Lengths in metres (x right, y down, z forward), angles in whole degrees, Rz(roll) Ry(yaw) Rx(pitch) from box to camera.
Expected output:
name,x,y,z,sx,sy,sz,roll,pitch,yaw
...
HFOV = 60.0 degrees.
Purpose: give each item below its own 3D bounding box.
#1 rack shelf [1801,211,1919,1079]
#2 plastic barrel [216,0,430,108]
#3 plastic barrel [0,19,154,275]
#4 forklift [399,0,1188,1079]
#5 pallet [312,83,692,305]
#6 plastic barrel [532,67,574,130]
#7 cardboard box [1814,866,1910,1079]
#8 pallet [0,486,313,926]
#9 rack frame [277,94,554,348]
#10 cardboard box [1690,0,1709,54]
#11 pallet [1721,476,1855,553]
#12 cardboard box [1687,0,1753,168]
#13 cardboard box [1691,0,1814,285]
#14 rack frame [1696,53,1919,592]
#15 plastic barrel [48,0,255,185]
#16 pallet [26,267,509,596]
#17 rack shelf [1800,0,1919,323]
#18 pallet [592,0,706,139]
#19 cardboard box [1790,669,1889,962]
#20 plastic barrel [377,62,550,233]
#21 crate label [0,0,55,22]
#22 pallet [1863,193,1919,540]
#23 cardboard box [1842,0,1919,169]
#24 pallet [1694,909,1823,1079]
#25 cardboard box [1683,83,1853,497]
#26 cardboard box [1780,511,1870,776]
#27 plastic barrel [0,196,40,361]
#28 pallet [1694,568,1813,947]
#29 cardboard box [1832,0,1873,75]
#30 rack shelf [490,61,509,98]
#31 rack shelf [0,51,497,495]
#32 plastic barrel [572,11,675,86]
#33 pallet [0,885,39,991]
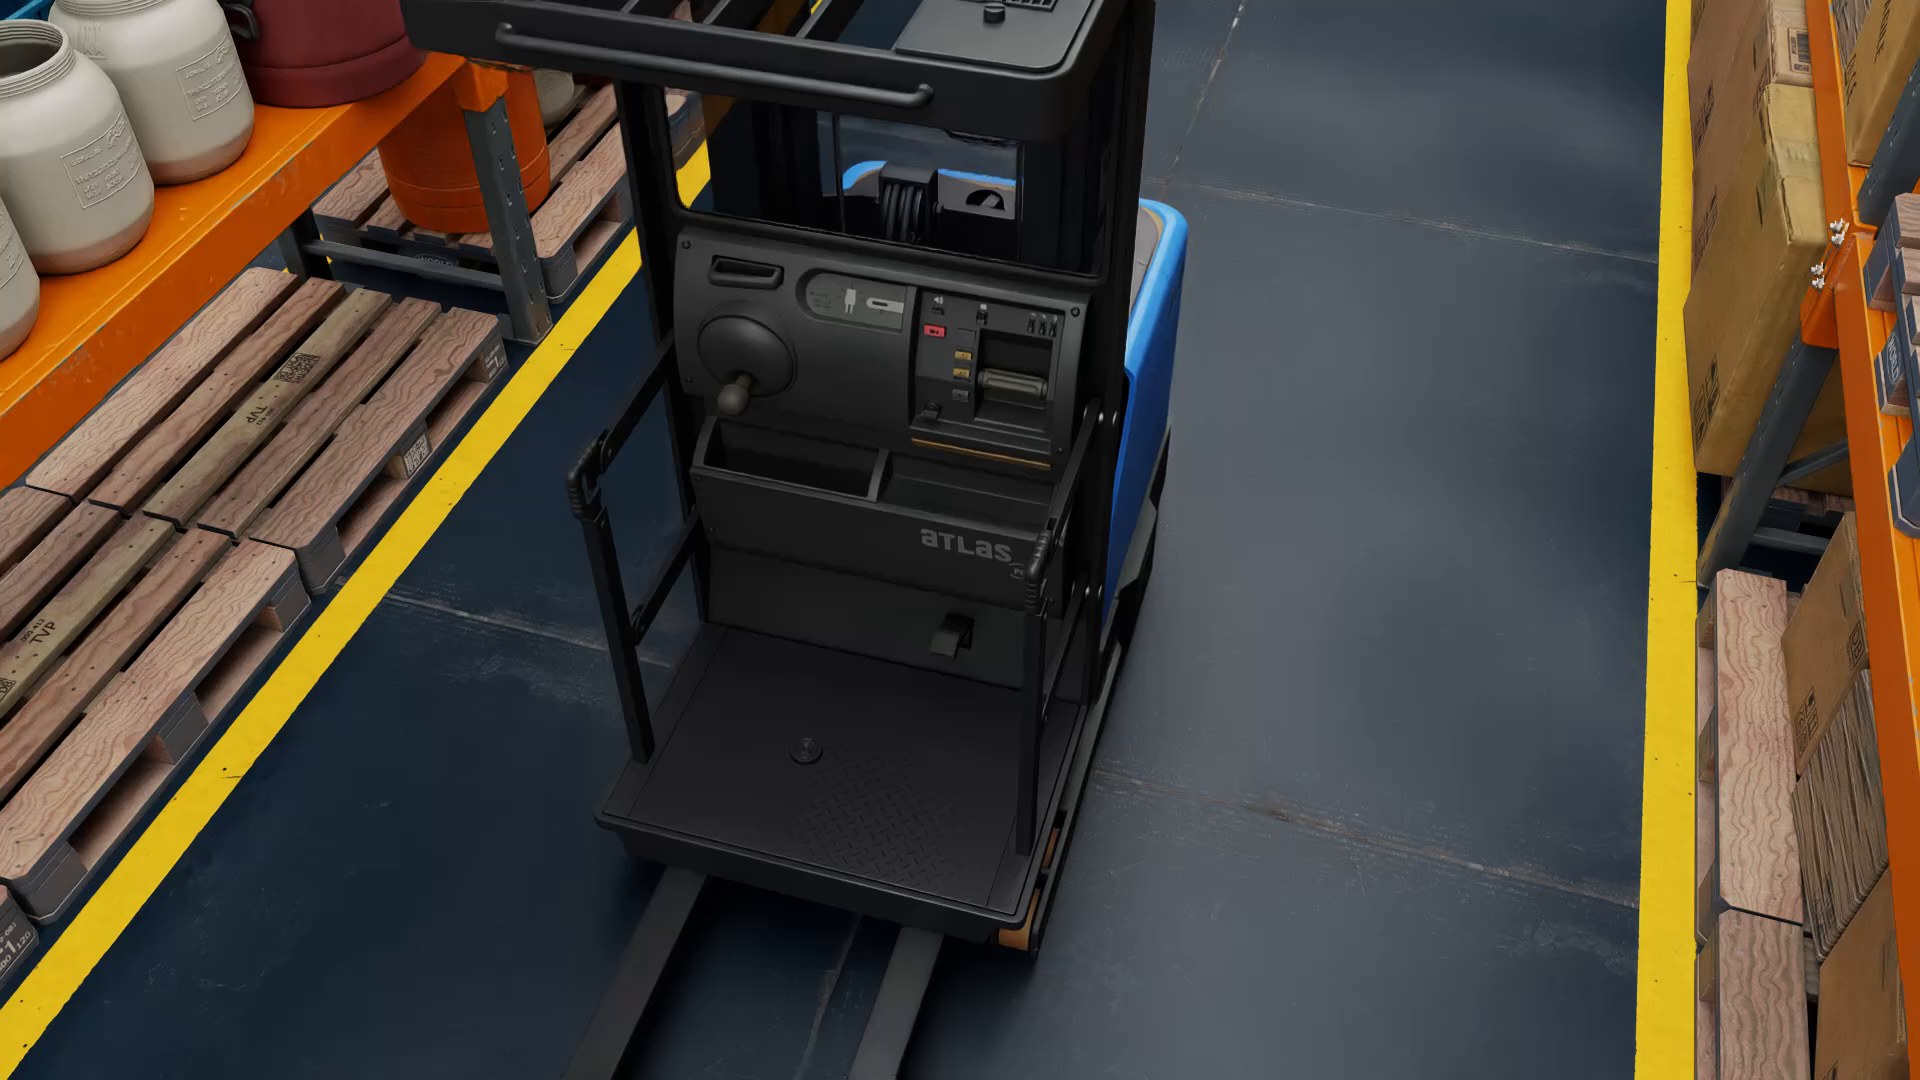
name,x,y,z,sx,sy,sz,roll,pitch,yaw
rack shelf,2.146,0.732,2.872,1.077,0.370,4.000,13,46,13
plastic barrel,-1.821,-1.583,4.625,0.600,0.536,0.708,13,46,13
plastic barrel,-2.204,-0.936,3.982,0.421,0.512,0.421,0,44,0
forklift,-0.245,-0.331,3.493,1.130,2.935,3.031,12,46,12
pallet,-1.770,-1.445,6.576,1.003,0.211,1.213,13,46,13
plastic barrel,-1.751,-1.893,6.519,0.421,0.512,0.421,0,44,0
cardboard box,2.247,1.080,3.474,0.700,0.500,0.500,16,47,16
pallet,-2.612,0.408,4.682,1.003,0.211,1.213,13,46,13
rack frame,-1.969,-1.907,5.055,1.000,3.000,0.127,13,46,13
cardboard box,3.788,-2.484,6.863,1.225,0.875,0.875,13,46,13
pallet,3.062,-0.371,5.478,1.003,0.211,1.213,13,46,13
cardboard box,3.518,-1.889,6.254,1.225,0.875,0.875,11,45,11
cardboard box,3.258,-1.297,5.650,1.225,0.875,0.875,13,46,13
rack frame,2.752,-0.858,3.982,1.000,3.000,0.127,13,46,13
plastic barrel,-2.077,-1.216,4.268,0.421,0.512,0.421,0,44,0
pallet,-2.240,-0.403,5.511,1.003,0.211,1.213,13,46,13
rack shelf,3.357,-1.934,5.596,1.077,0.370,4.000,13,46,13
pallet,-1.399,-2.256,7.404,1.003,0.211,1.213,13,46,13
cardboard box,2.412,0.701,3.862,0.700,0.500,0.500,9,45,9
plastic barrel,-1.837,-1.612,6.004,0.600,0.830,0.708,13,46,13
crate label,-2.527,-1.315,4.424,0.502,0.435,0.616,13,46,13
pallet,2.637,-0.292,3.541,1.213,0.211,1.003,13,46,13
cardboard box,2.665,-1.276,4.337,0.500,0.500,0.500,14,46,14
pallet,2.142,1.469,3.597,1.003,0.211,1.213,13,46,13
cardboard box,2.980,-0.705,5.044,1.225,0.875,0.875,11,45,11
cardboard box,2.568,0.329,4.242,0.700,0.500,0.500,10,45,10
plastic barrel,-2.328,-0.658,3.681,0.433,0.535,0.433,0,44,0
pallet,2.513,0.659,4.426,1.003,0.211,1.213,13,46,13
cardboard box,2.821,-1.607,4.676,0.500,0.500,0.500,12,46,12
rack shelf,-1.363,-2.983,6.668,1.077,0.370,4.000,13,46,13
rack shelf,-2.575,-0.317,3.944,1.077,0.370,4.000,13,46,13
plastic barrel,-1.495,-2.278,6.857,0.600,0.588,0.708,13,46,13
pallet,-2.979,1.224,3.848,1.003,0.211,1.213,13,46,13
